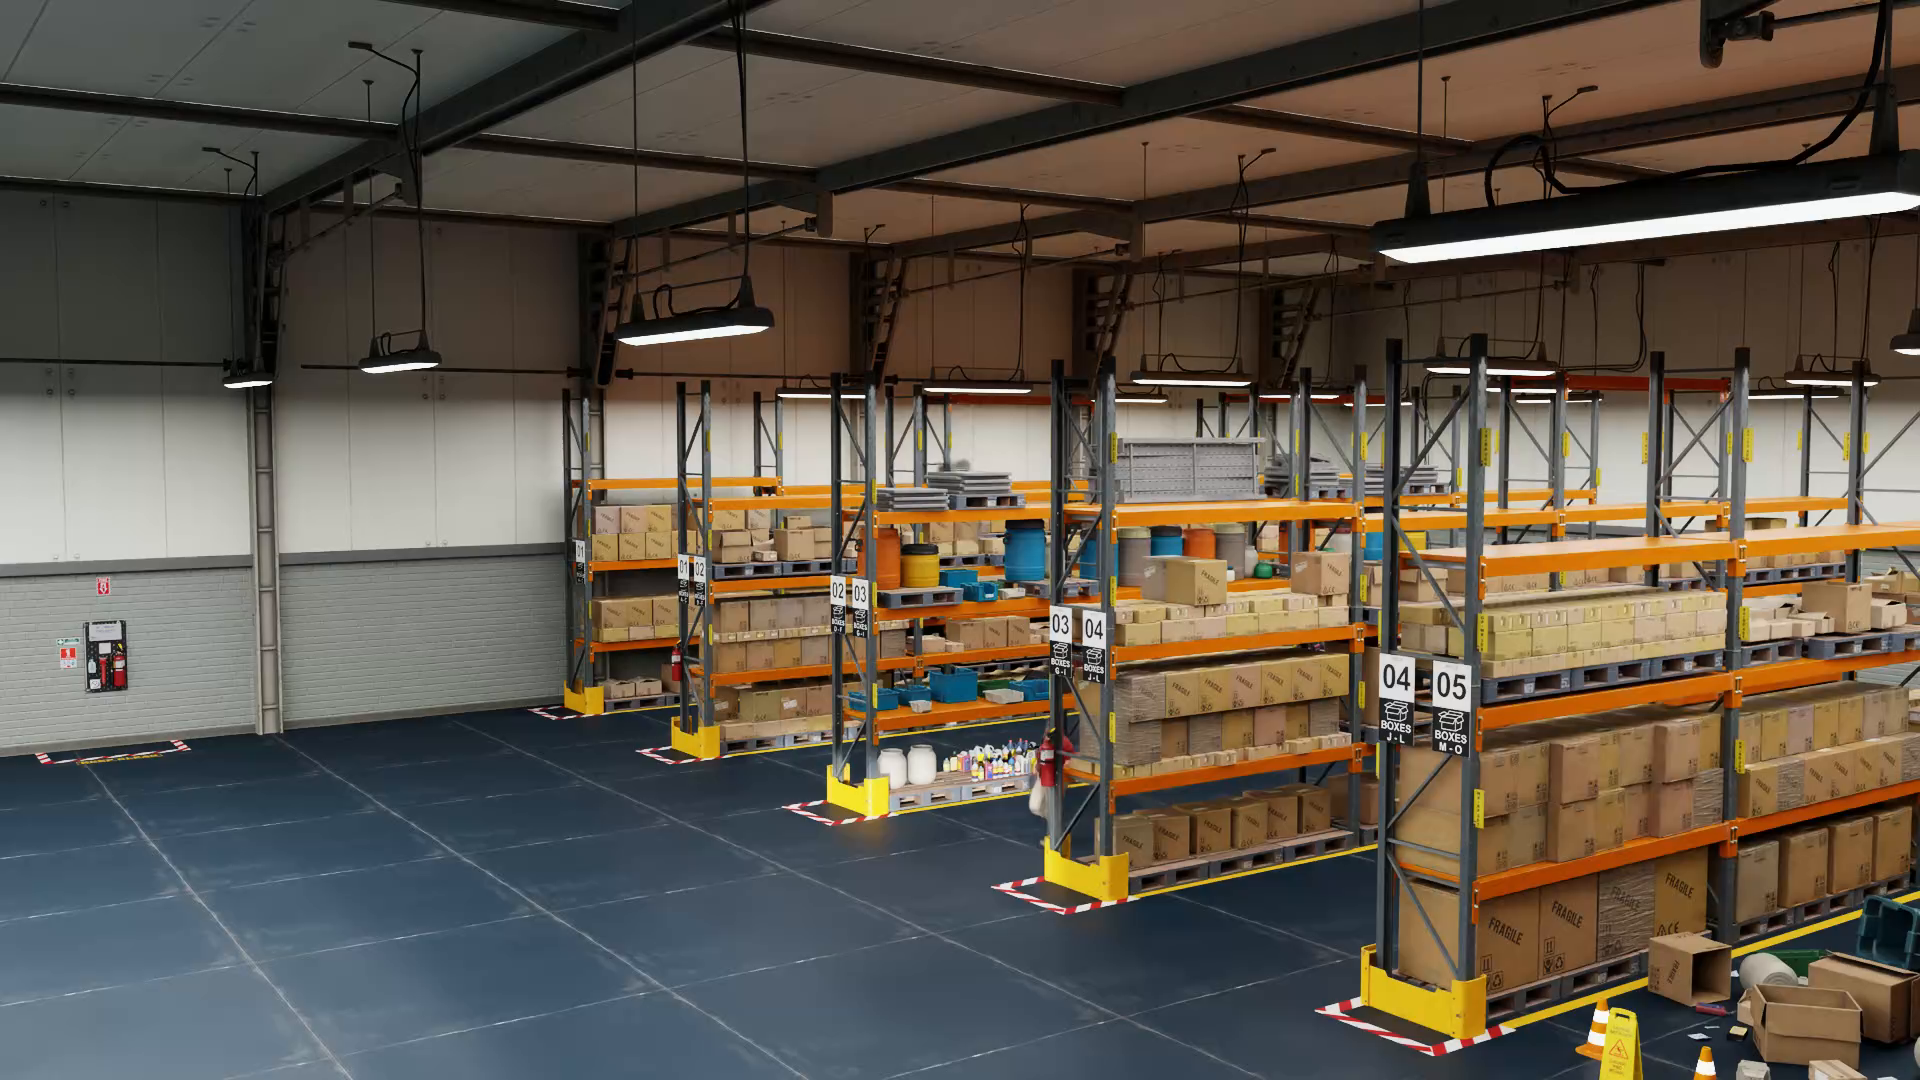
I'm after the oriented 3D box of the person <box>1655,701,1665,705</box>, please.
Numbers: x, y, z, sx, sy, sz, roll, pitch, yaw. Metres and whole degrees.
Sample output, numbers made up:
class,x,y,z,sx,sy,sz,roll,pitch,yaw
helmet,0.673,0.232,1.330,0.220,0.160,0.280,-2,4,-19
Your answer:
class,x,y,z,sx,sy,sz,roll,pitch,yaw
person,9.428,2.946,22.479,0.567,1.548,0.535,-2,4,-34

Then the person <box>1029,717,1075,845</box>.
class,x,y,z,sx,sy,sz,roll,pitch,yaw
person,1.170,3.004,20.782,0.599,1.684,0.671,-3,5,-38
